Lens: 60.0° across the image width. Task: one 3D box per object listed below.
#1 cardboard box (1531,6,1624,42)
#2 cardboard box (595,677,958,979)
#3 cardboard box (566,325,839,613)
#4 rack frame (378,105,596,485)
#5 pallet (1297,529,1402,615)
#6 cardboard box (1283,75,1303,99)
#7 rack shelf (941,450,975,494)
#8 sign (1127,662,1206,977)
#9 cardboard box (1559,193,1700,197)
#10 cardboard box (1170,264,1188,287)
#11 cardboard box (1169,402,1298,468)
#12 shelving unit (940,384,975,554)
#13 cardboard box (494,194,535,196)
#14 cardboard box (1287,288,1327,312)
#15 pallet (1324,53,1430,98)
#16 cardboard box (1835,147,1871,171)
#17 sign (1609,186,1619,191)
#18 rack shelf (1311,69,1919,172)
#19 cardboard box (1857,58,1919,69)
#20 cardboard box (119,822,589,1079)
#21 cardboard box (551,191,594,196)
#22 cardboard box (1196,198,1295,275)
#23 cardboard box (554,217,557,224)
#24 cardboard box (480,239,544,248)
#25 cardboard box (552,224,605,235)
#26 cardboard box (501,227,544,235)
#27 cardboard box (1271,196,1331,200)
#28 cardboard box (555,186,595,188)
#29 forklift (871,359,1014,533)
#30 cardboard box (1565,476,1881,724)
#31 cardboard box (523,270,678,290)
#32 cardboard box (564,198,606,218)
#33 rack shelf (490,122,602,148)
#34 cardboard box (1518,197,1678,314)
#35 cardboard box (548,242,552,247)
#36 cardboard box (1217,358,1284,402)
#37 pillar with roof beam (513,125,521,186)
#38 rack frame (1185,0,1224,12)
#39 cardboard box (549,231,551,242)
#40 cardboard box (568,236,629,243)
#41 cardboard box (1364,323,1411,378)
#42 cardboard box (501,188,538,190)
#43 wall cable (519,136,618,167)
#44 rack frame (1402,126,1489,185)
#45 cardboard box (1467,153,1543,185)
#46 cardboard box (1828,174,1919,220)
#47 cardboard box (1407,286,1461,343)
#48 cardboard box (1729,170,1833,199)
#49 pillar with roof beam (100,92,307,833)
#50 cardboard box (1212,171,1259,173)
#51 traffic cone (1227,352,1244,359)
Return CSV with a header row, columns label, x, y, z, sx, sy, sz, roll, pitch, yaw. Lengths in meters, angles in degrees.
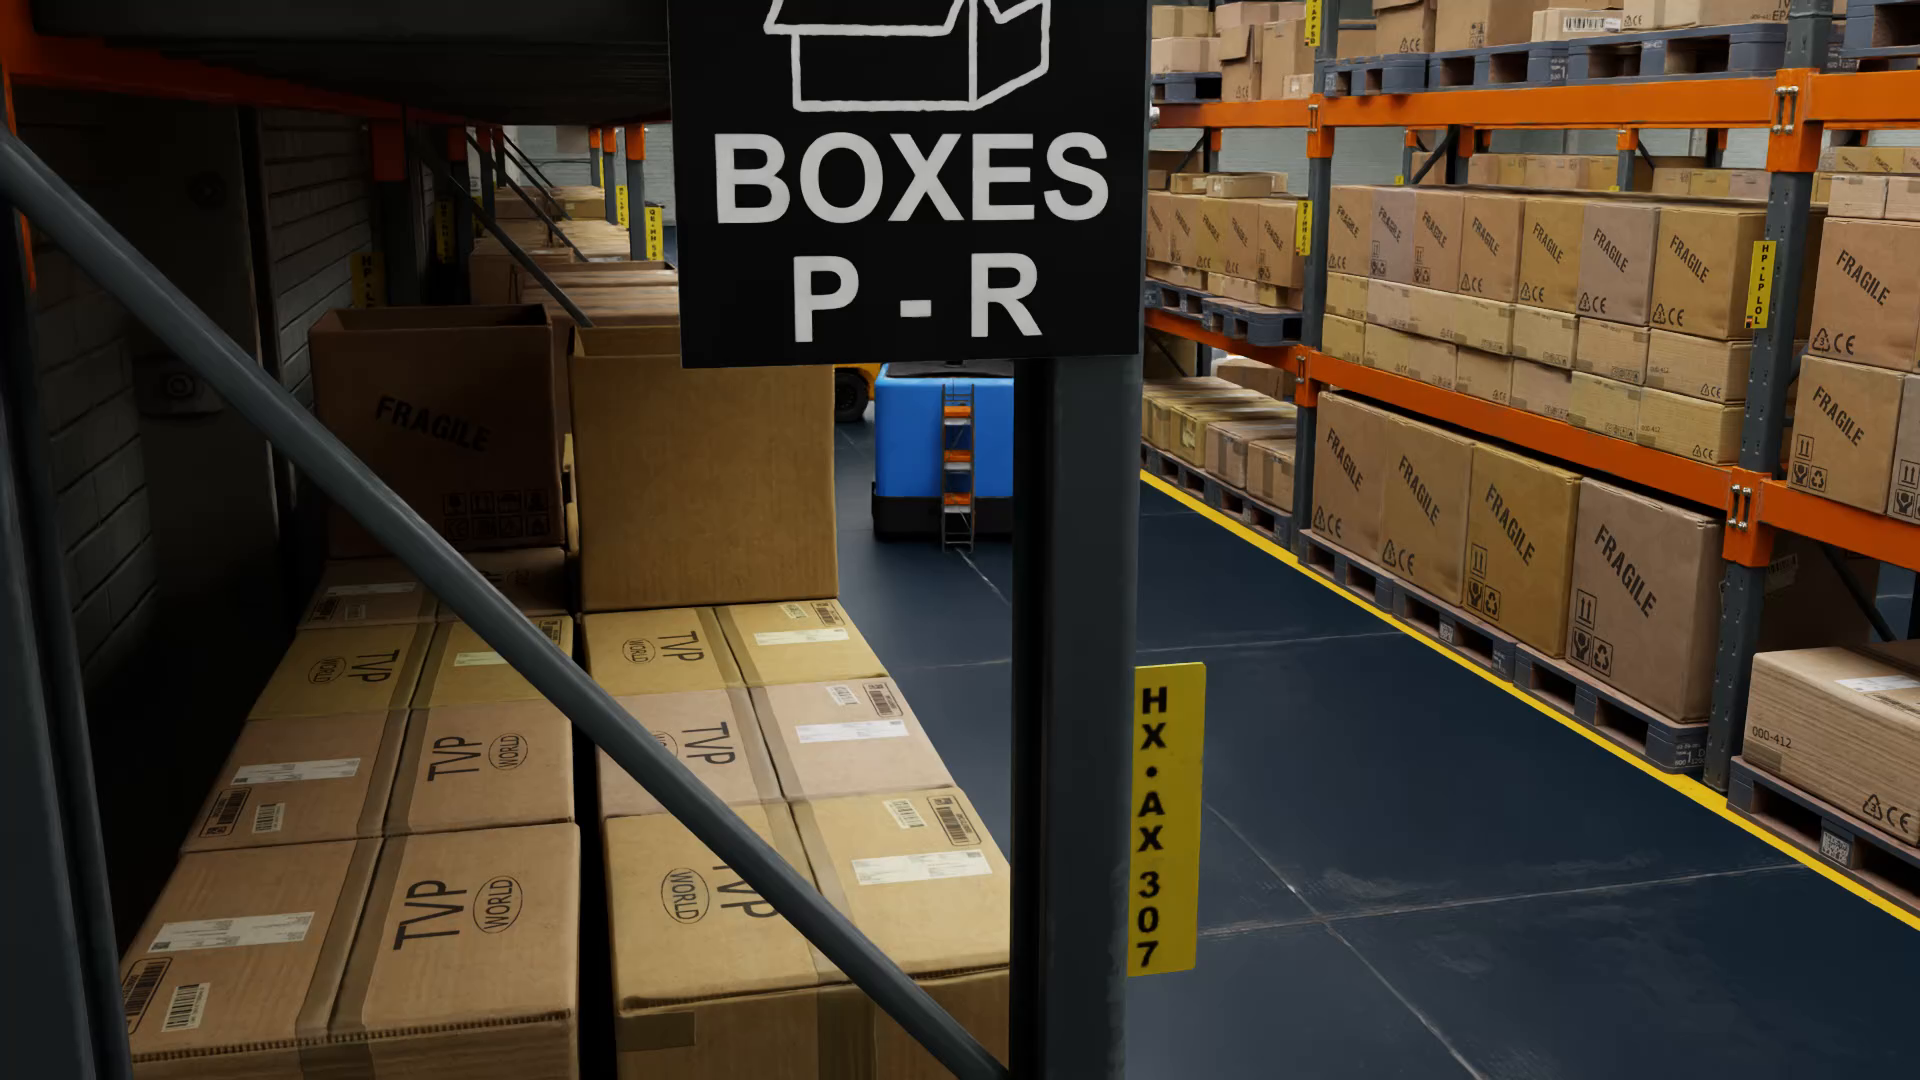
label,x,y,z,sx,sy,sz,roll,pitch,yaw
cardboard box,2.957,-2.446,7.904,0.380,0.166,0.250,-2,14,-8
cardboard box,-0.301,0.423,2.566,0.500,0.250,0.500,-3,14,-13
cardboard box,-0.535,-0.171,3.418,0.500,0.500,0.500,-3,14,-12
rack frame,-1.277,-0.193,5.395,1.000,3.000,0.127,-3,14,-13
pallet,2.719,0.148,9.877,1.003,0.211,1.213,-3,14,-13
cardboard box,2.263,-2.846,10.464,0.380,0.149,0.250,-3,14,-13
rack shelf,-0.012,-0.443,10.572,0.215,0.259,0.240,0,14,1
sign,0.190,0.279,1.639,0.100,0.325,0.005,-3,14,-13
cardboard box,3.333,-1.472,8.316,0.500,0.500,0.500,-4,14,-14
cardboard box,1.770,-1.950,12.234,0.380,0.149,0.250,-3,14,-11
cardboard box,2.131,-0.796,12.518,0.950,0.372,0.625,-3,14,-11
shelving unit,-0.012,-0.453,10.570,0.215,1.050,0.252,0,14,1
cardboard box,-3.780,-2.839,14.022,0.380,0.149,0.250,-4,14,-14
cardboard box,2.302,-1.537,10.544,0.380,0.149,0.250,-3,14,-11
pallet,2.810,-2.613,9.378,1.213,0.211,1.003,-3,14,-11
cardboard box,10.336,-4.212,18.902,0.500,0.500,0.500,-3,14,-13
sign,5.917,-3.043,15.069,0.100,0.325,0.005,-3,14,-13
rack shelf,3.077,-2.039,8.149,1.077,0.370,4.000,-3,14,-13
cardboard box,6.858,-3.583,12.044,0.500,0.311,0.500,-3,14,-13
cardboard box,-0.704,0.567,1.974,0.500,0.250,0.500,-3,14,-12
cardboard box,-3.398,-2.986,14.623,0.380,0.149,0.250,-3,14,-13
cardboard box,1.978,-2.114,11.539,0.500,0.500,0.500,-4,14,-17
cardboard box,-3.446,-2.903,14.912,0.380,0.149,0.250,-3,14,-14
cardboard box,-2.773,-1.777,10.304,0.380,0.149,0.250,-3,14,-14
cardboard box,-2.776,-2.217,12.106,0.380,0.149,0.250,-3,14,-13
cardboard box,-3.132,-2.128,11.741,0.380,0.149,0.250,-3,14,-14
cardboard box,2.466,-2.149,11.679,0.500,0.500,0.500,-3,14,-12
cardboard box,-3.718,-3.343,16.086,0.380,0.149,0.250,-3,14,-13
forklift,-0.019,-1.757,11.945,1.130,2.935,3.031,0,14,1
cardboard box,3.323,0.220,7.300,0.875,0.875,0.875,-3,14,-11
cardboard box,-1.479,-0.870,7.071,0.700,0.500,0.500,-3,14,-13
cardboard box,-2.943,-2.636,13.193,0.380,0.149,0.250,-3,14,-12
rack shelf,-3.626,-3.607,14.567,1.077,0.370,4.000,-3,14,-13
cardboard box,2.969,-1.330,7.735,0.500,0.500,0.500,-3,14,-11
cardboard box,-3.286,-2.077,12.370,0.500,0.250,0.500,-4,14,-14
cardboard box,2.739,-1.426,15.703,0.500,0.500,0.500,7,15,26
pillar with roof beam,-7.669,-12.825,44.461,9.100,9.000,0.548,-3,14,-13
rack frame,1.668,-5.230,13.373,1.000,3.000,0.127,-3,14,-13
cardboard box,-3.638,-2.290,13.771,0.500,0.500,0.500,-3,14,-12
cardboard box,-2.319,-1.866,10.668,0.380,0.149,0.250,-3,14,-12
cardboard box,2.615,-1.076,9.325,0.500,0.250,0.500,-4,14,-15
cardboard box,-4.076,-3.199,15.498,0.380,0.149,0.250,-3,14,-13
wall cable,-11.260,-11.830,46.931,3.097,2.526,0.112,-3,14,-13
rack frame,5.516,-3.538,19.087,1.000,3.000,0.127,-3,14,-13
cardboard box,5.784,-3.789,17.523,0.875,0.550,0.550,-3,14,-13
cardboard box,3.369,-1.232,5.966,0.380,0.149,0.250,-3,14,-14
cardboard box,2.711,-1.197,8.770,0.500,0.250,0.500,-3,14,-13
cardboard box,6.819,-2.800,13.749,0.700,0.500,0.500,-3,14,-13
pillar with roof beam,2.195,-3.136,4.802,9.100,9.000,0.400,-3,14,-13
cardboard box,2.170,-2.776,12.879,0.380,0.149,0.250,-4,14,-15
traffic cone,3.082,-2.119,18.626,0.336,0.463,0.334,-3,14,-13
